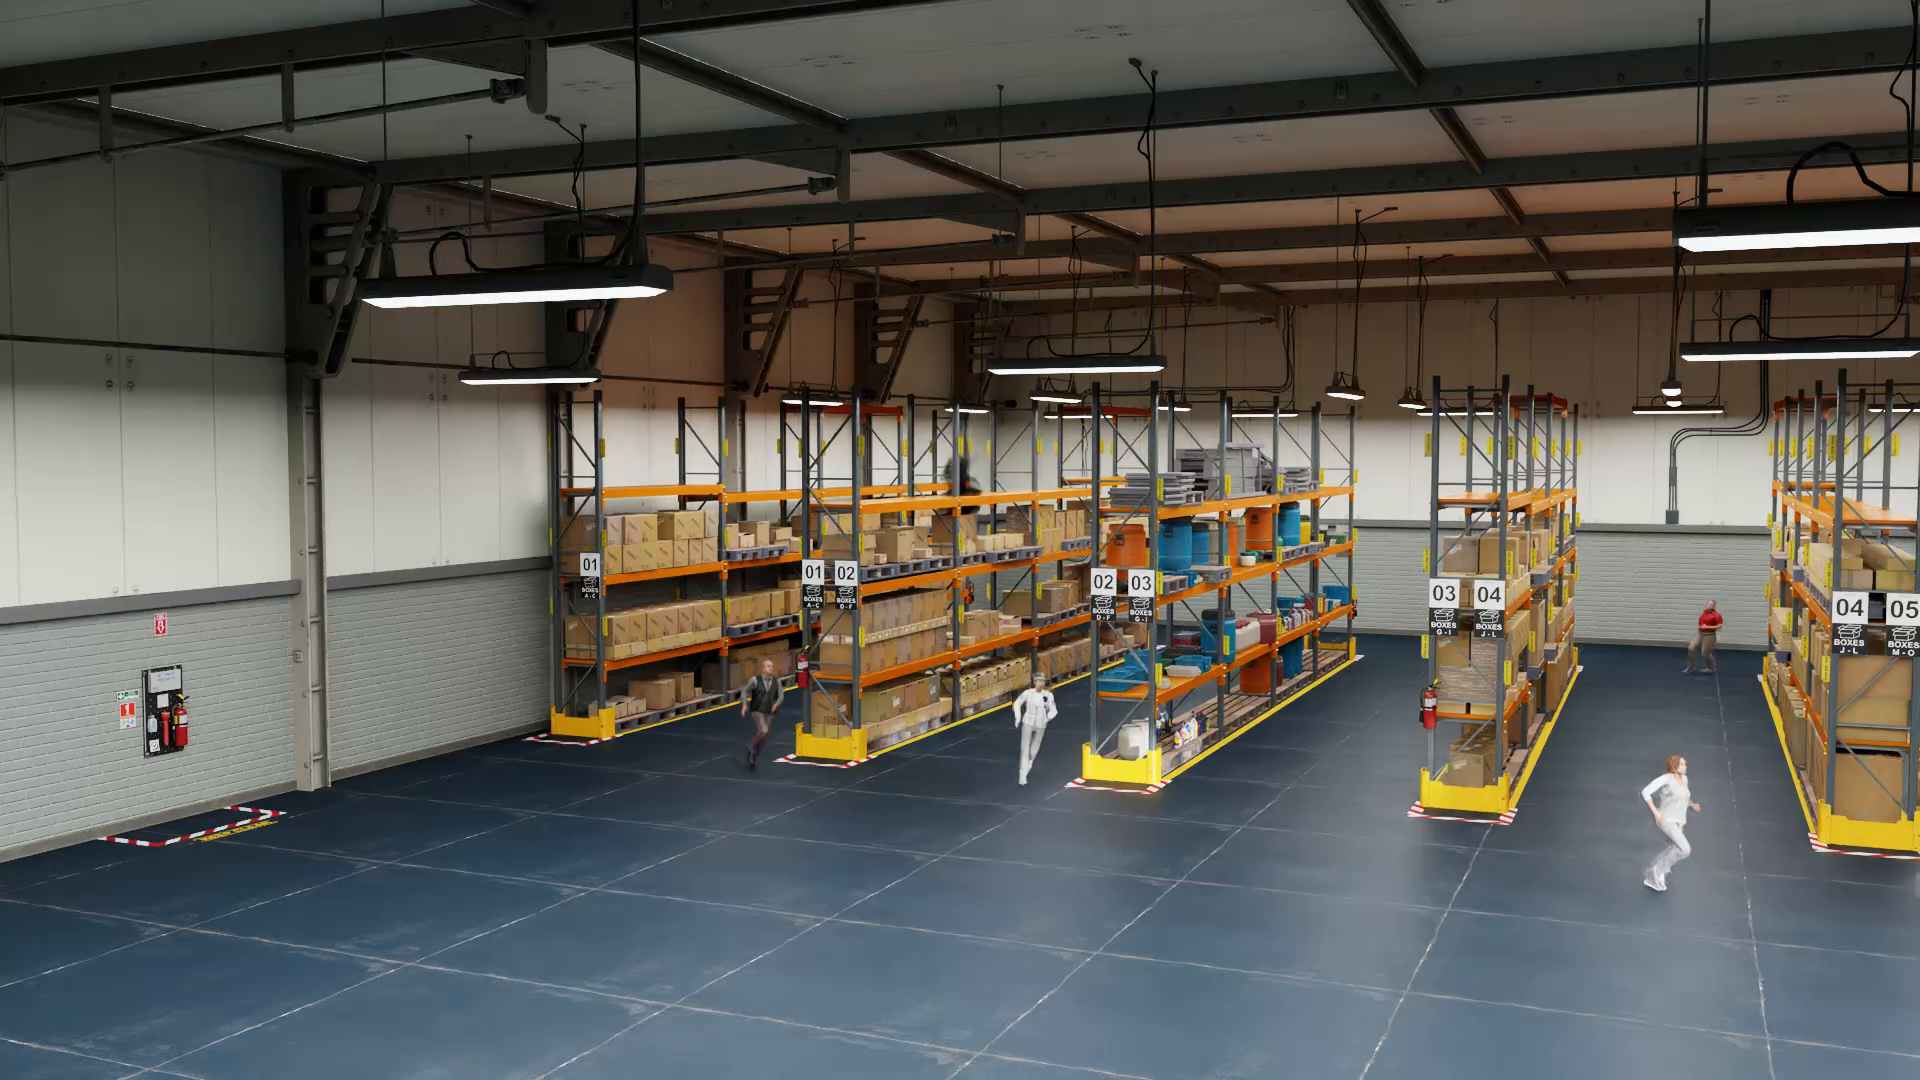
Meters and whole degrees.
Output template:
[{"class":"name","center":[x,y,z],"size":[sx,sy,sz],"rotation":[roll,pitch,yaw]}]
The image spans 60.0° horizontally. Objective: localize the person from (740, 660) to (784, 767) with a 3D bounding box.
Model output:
[{"class":"person","center":[-3.049,2.723,26.032],"size":[0.657,1.653,0.625],"rotation":[-2,4,-28]}]

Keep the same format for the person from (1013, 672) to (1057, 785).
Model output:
[{"class":"person","center":[1.133,2.807,25.047],"size":[0.657,1.658,0.751],"rotation":[0,3,1]}]

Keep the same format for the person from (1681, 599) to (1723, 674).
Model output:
[{"class":"person","center":[16.484,2.158,36.702],"size":[0.717,1.714,0.817],"rotation":[-1,3,-17]}]

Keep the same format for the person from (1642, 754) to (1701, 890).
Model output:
[{"class":"person","center":[7.998,3.181,18.682],"size":[0.533,1.556,0.619],"rotation":[-2,4,-35]}]
